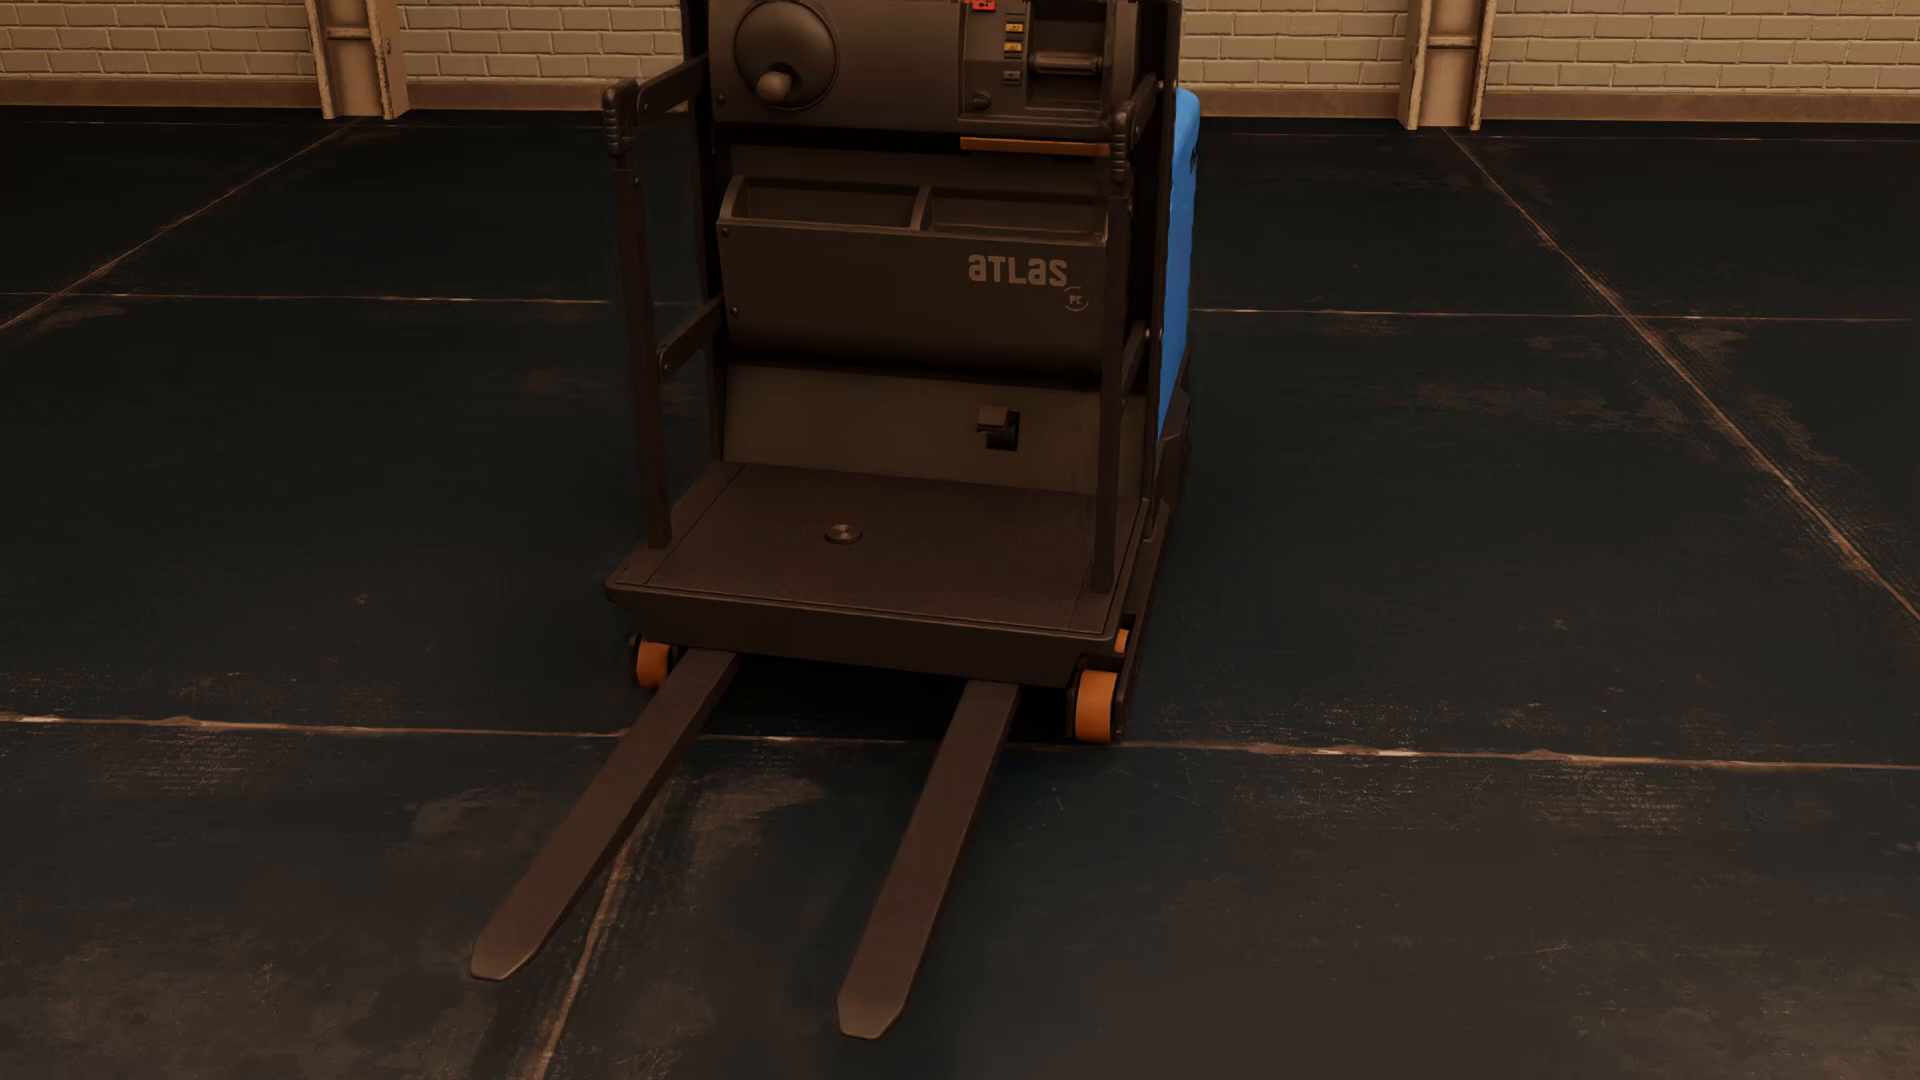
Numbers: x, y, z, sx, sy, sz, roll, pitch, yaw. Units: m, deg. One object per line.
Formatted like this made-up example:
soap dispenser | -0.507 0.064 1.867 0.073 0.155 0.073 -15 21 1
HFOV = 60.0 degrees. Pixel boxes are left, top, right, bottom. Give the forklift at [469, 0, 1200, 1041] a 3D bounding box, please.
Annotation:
forklift | -0.127 -1.050 3.337 1.130 2.935 3.031 6 27 11
